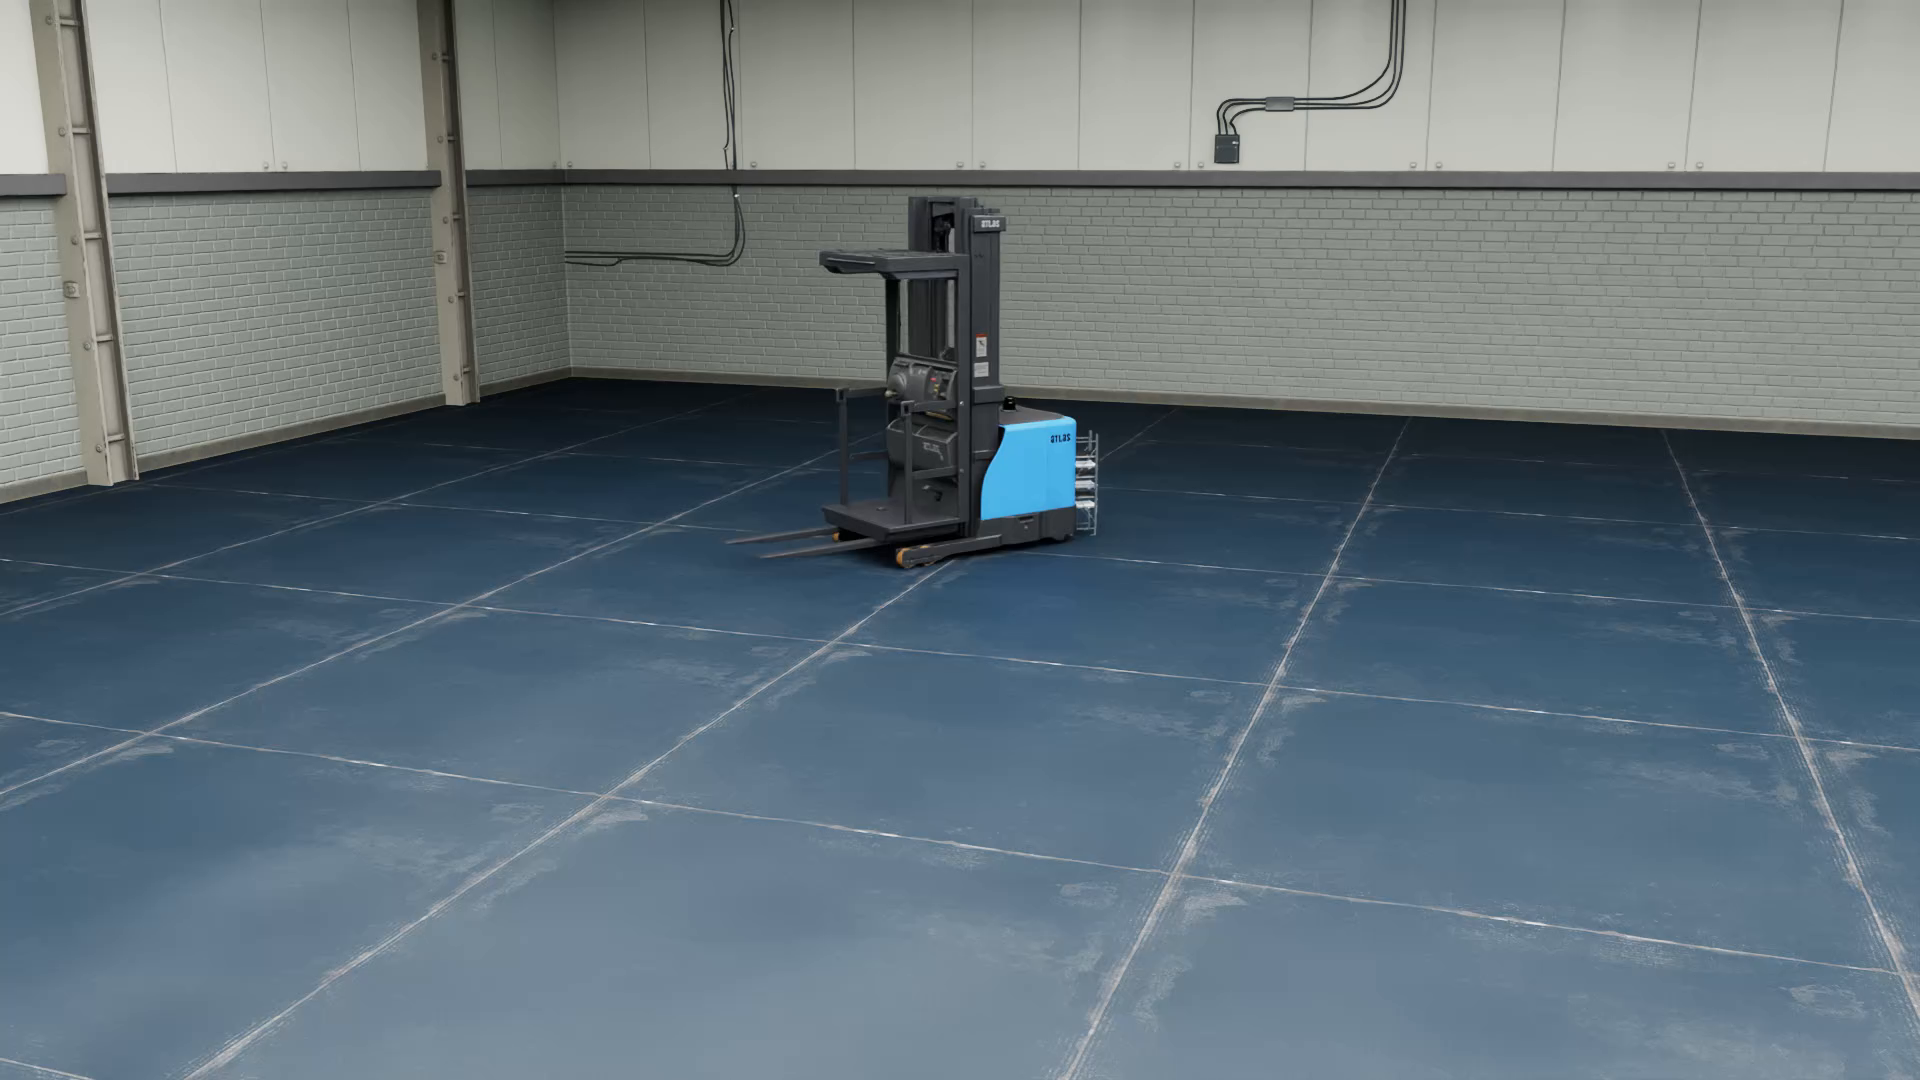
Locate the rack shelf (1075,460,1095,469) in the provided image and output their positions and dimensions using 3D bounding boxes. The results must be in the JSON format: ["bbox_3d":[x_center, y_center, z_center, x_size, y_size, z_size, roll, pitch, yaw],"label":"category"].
[{"bbox_3d":[1.067,-0.644,14.629,0.258,0.077,0.200,-3,13,-11],"label":"rack shelf"}]

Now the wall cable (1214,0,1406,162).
[{"bbox_3d":[4.400,-7.748,20.571,2.305,6.003,0.169,4,14,18],"label":"wall cable"}]

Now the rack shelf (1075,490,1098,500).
[{"bbox_3d":[1.067,-0.381,14.690,0.258,0.077,0.200,-3,13,-11],"label":"rack shelf"}]

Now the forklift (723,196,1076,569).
[{"bbox_3d":[-0.486,-1.328,13.720,3.031,2.935,1.130,-9,16,-34],"label":"forklift"}]

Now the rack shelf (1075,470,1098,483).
[{"bbox_3d":[1.067,-0.557,14.650,0.258,0.077,0.200,-3,13,-11],"label":"rack shelf"}]

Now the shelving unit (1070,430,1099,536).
[{"bbox_3d":[1.067,-0.501,14.662,0.258,0.900,0.210,-3,13,-11],"label":"shelving unit"}]

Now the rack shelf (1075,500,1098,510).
[{"bbox_3d":[1.067,-0.293,14.710,0.258,0.077,0.200,-3,13,-11],"label":"rack shelf"}]

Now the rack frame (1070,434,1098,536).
[{"bbox_3d":[1.087,-0.479,14.565,0.240,0.900,0.006,-3,13,-11],"label":"rack frame"}]

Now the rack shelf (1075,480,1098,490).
[{"bbox_3d":[1.067,-0.469,14.670,0.258,0.077,0.200,-3,13,-11],"label":"rack shelf"}]

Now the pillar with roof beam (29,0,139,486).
[{"bbox_3d":[-4.650,-4.679,14.765,9.100,9.000,0.400,4,14,18],"label":"pillar with roof beam"}]

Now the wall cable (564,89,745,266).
[{"bbox_3d":[-4.578,-5.263,24.304,3.097,2.526,0.112,4,14,18],"label":"wall cable"}]

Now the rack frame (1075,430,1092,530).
[{"bbox_3d":[1.046,-0.523,14.759,0.240,0.900,0.006,-3,13,-11],"label":"rack frame"}]

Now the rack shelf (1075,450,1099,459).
[{"bbox_3d":[1.067,-0.732,14.609,0.258,0.077,0.200,-3,13,-11],"label":"rack shelf"}]

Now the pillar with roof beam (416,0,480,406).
[{"bbox_3d":[-2.709,-5.942,20.300,9.100,9.000,0.400,4,14,18],"label":"pillar with roof beam"}]

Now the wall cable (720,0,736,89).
[{"bbox_3d":[-2.018,-7.531,22.889,3.097,2.526,0.112,4,14,18],"label":"wall cable"}]
